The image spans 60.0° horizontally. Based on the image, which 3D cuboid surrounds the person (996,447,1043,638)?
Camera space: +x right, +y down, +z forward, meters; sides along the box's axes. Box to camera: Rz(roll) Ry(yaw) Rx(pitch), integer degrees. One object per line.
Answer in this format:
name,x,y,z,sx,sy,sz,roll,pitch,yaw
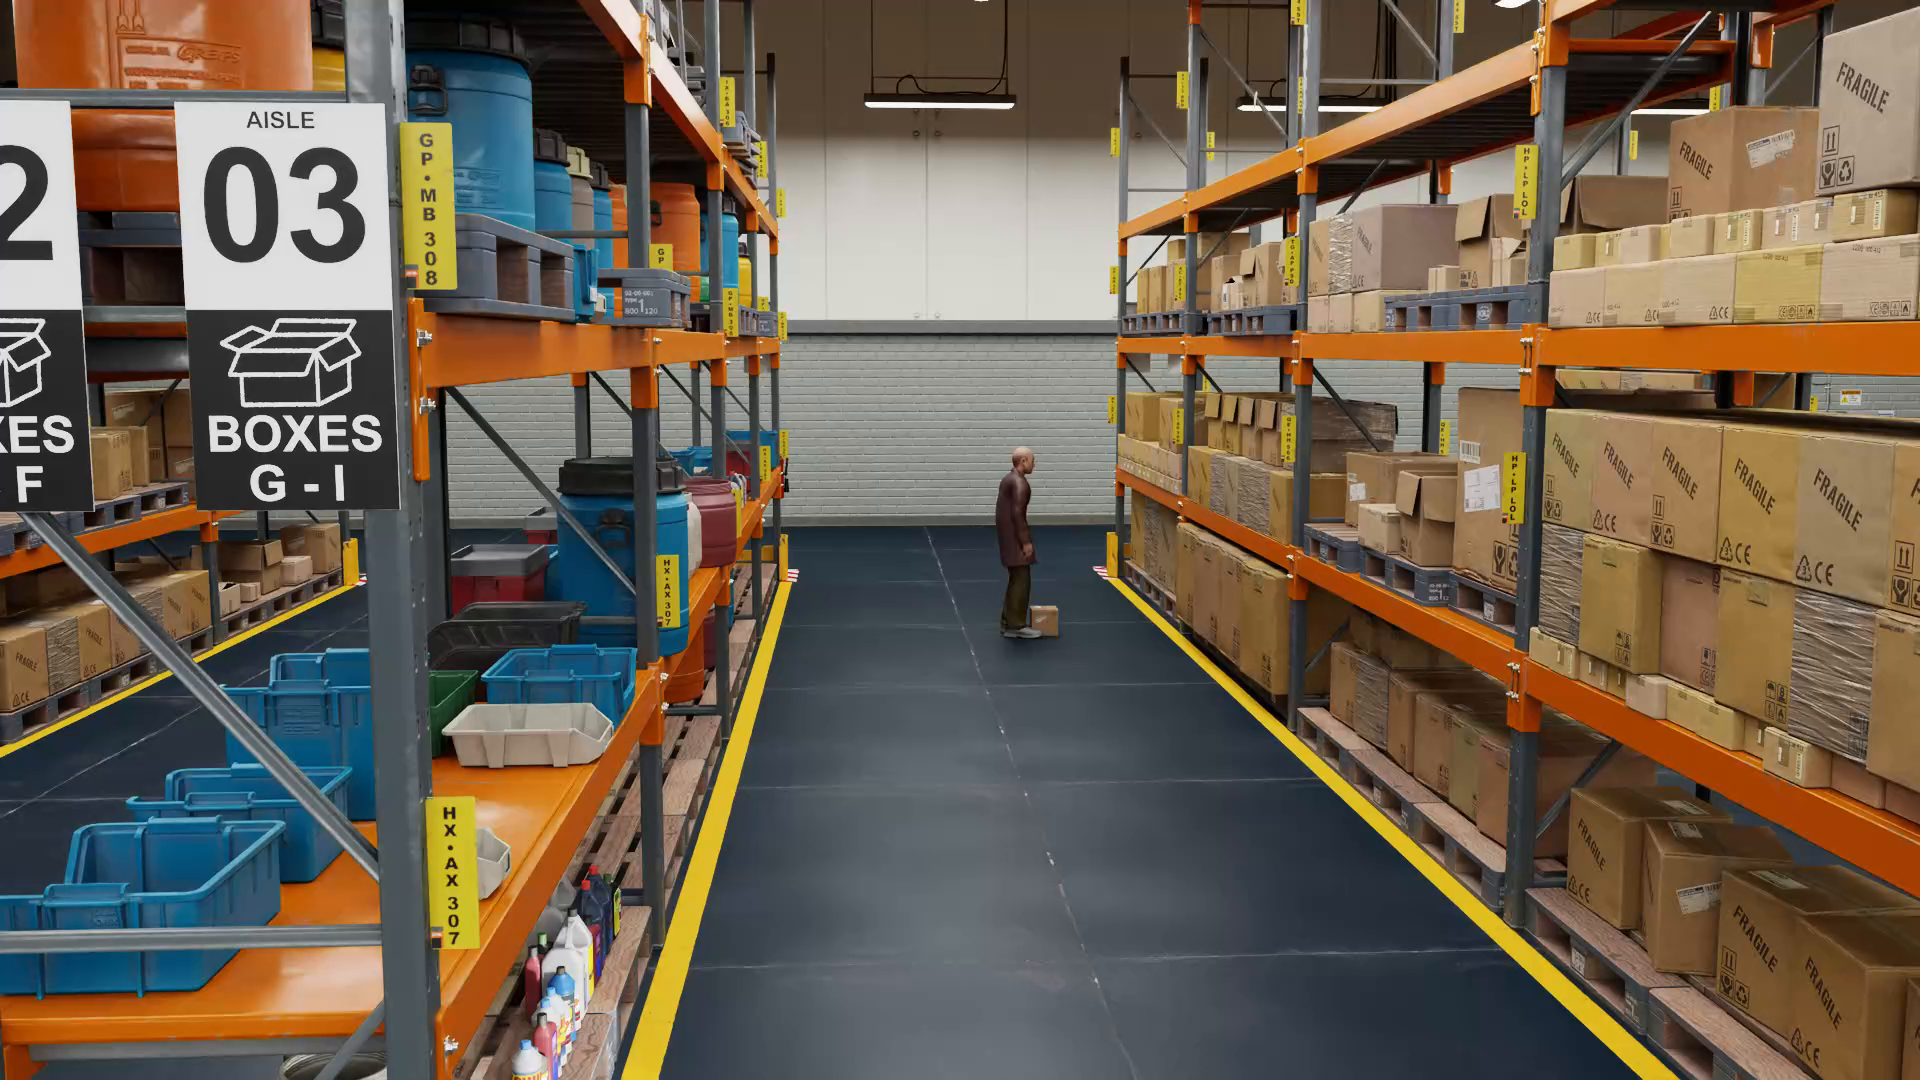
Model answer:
person,0.550,0.011,15.706,0.423,1.774,0.653,-1,7,-7
